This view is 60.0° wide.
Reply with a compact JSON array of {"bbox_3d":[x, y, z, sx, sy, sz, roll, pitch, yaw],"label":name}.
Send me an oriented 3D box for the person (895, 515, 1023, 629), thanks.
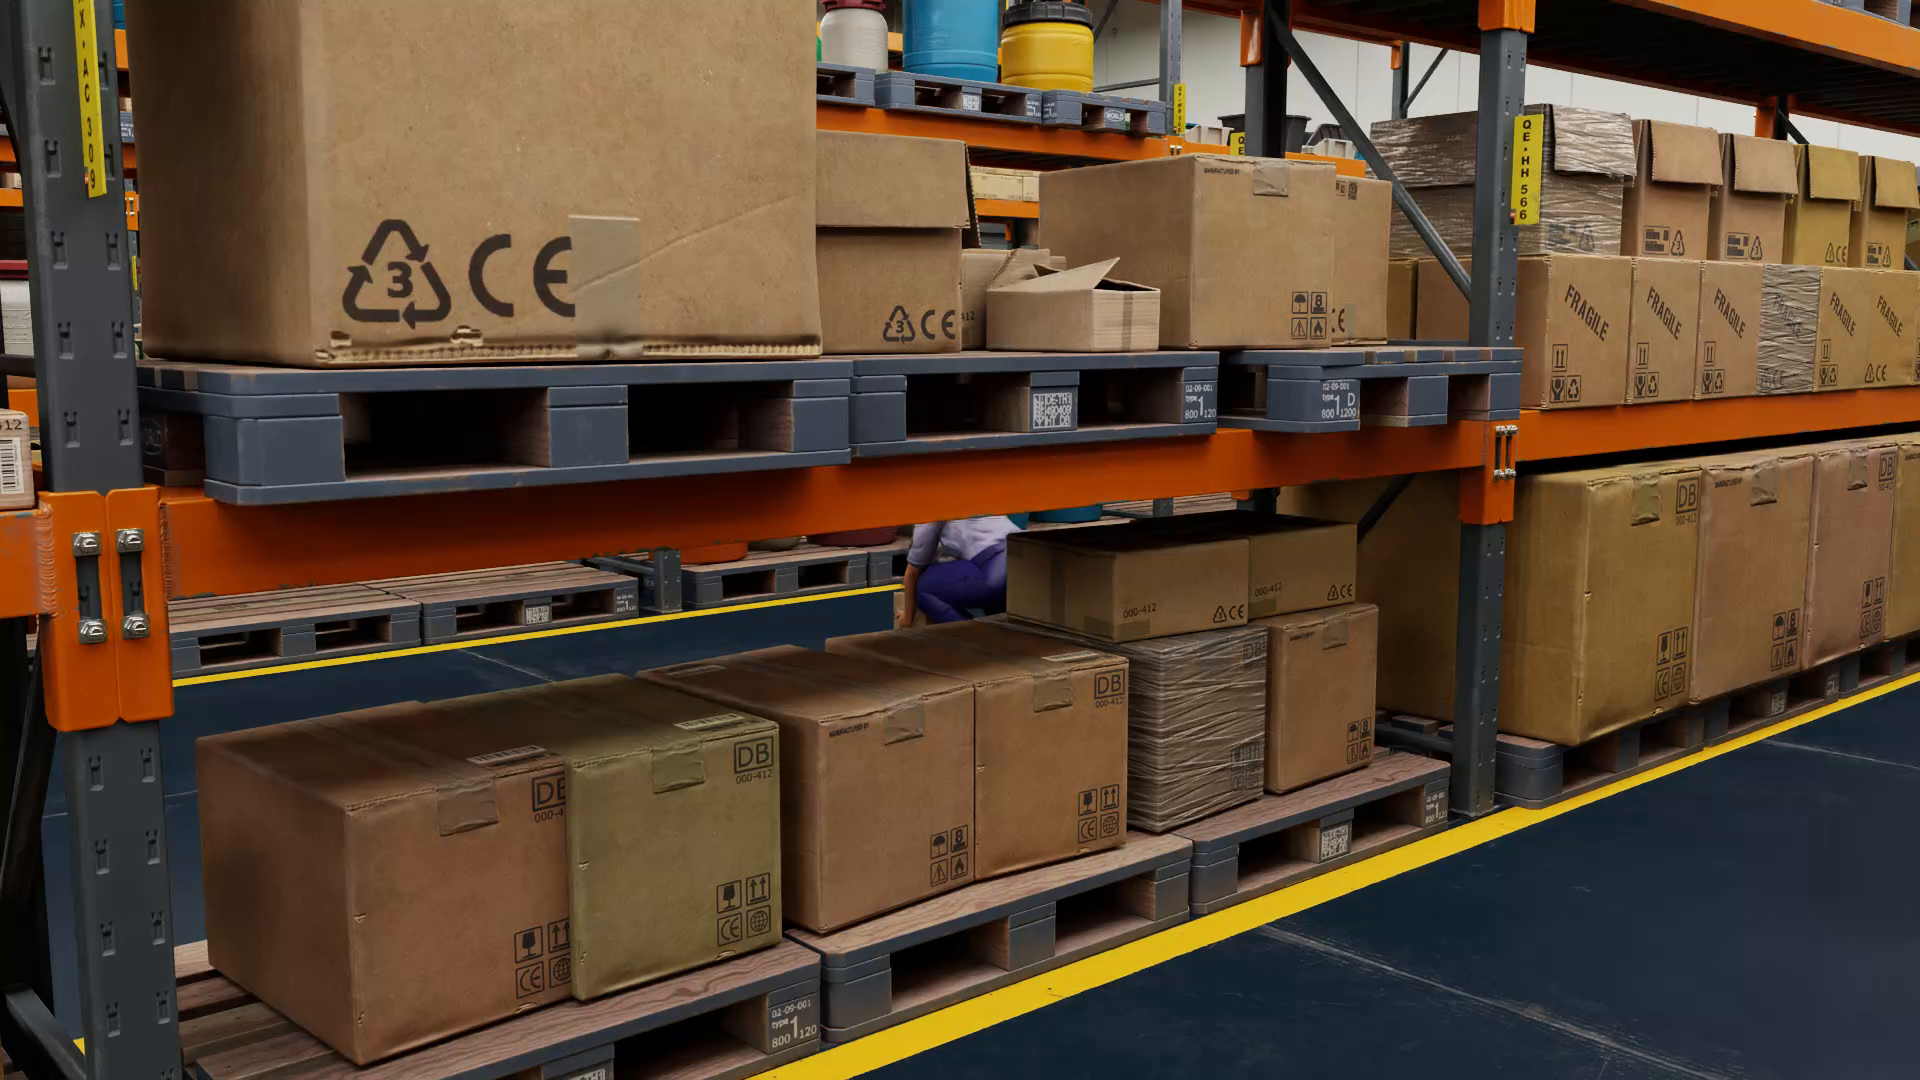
[{"bbox_3d":[0.056,0.136,7.938,0.514,0.840,0.822,-7,10,-41],"label":"person"}]
